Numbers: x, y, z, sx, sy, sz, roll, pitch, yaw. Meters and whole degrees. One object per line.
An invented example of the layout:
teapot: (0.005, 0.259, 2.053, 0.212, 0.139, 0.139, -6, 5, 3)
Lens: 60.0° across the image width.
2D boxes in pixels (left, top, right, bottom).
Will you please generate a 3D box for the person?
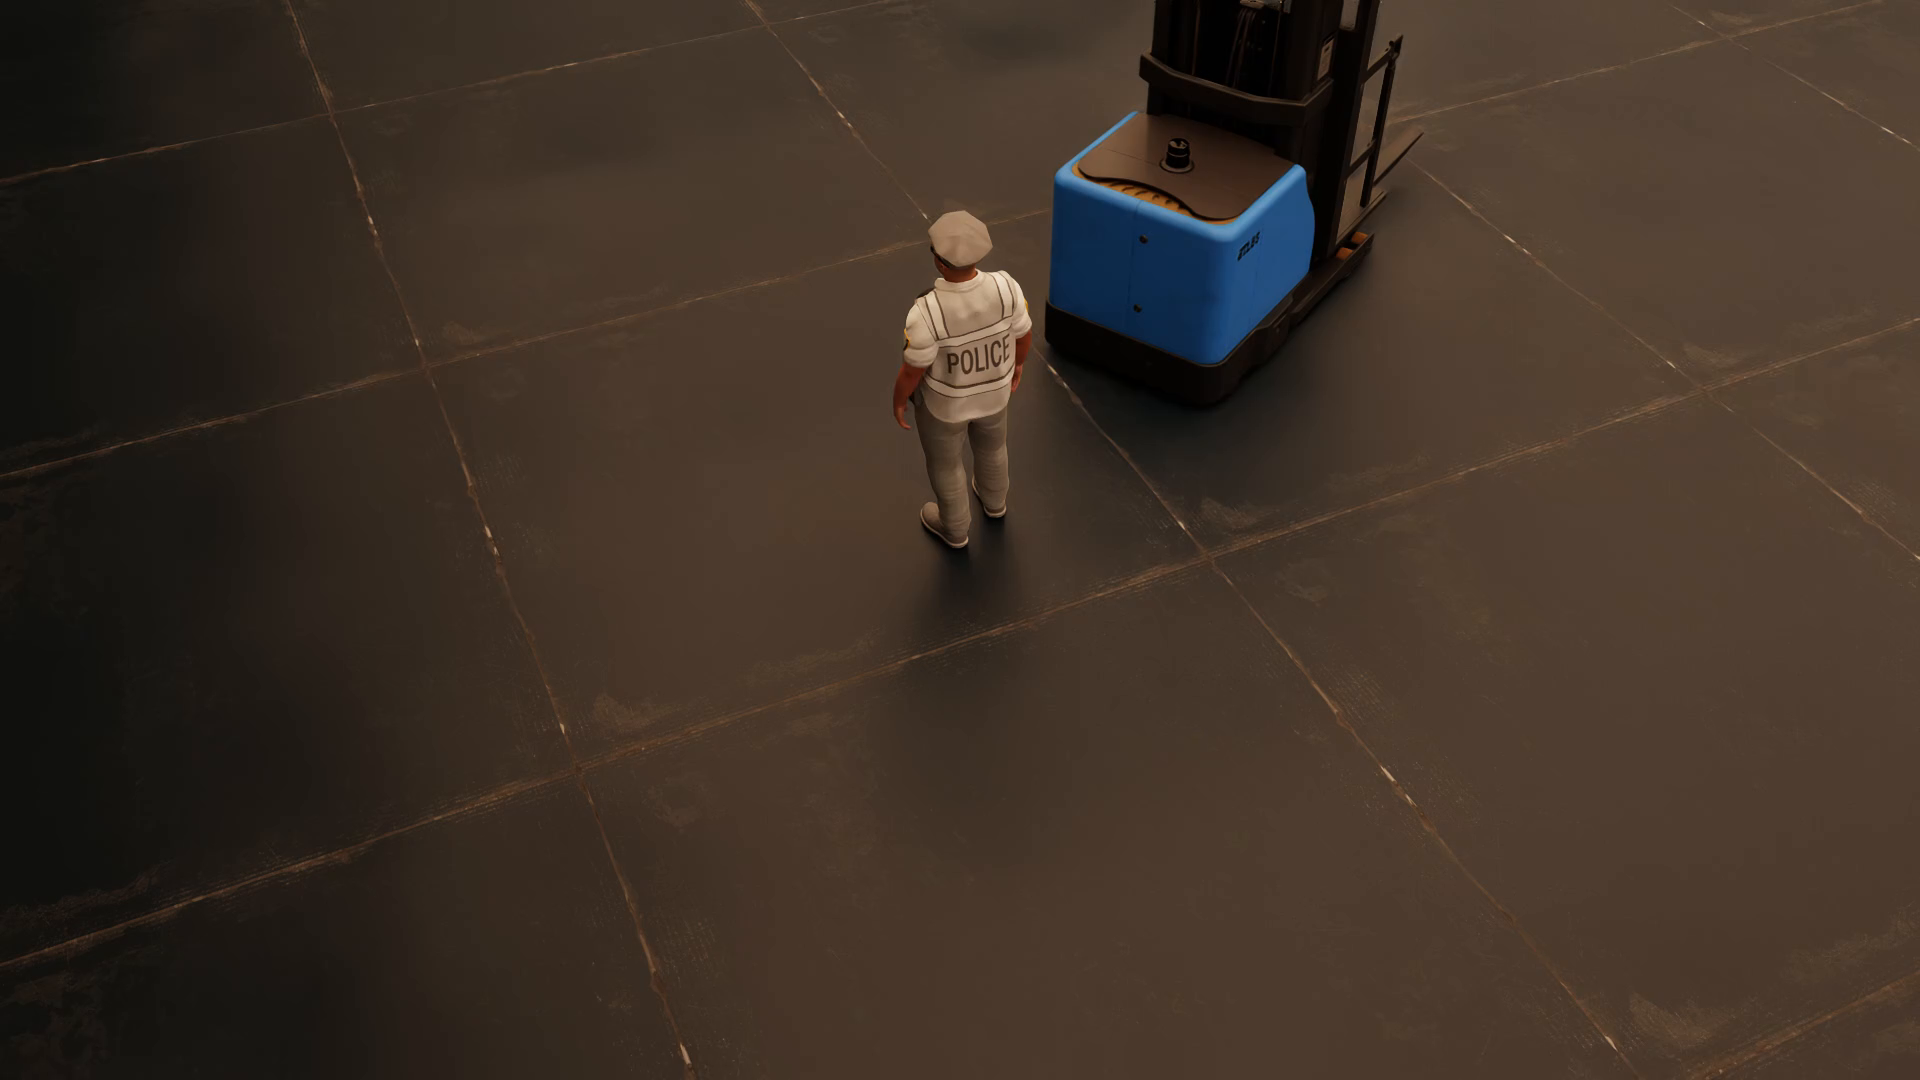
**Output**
person: (-0.022, -0.709, 7.270, 0.641, 1.780, 0.574, -18, 46, -18)

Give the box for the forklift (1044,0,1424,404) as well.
forklift: (1.710, -2.732, 8.607, 1.130, 2.935, 3.031, 26, 49, 25)
